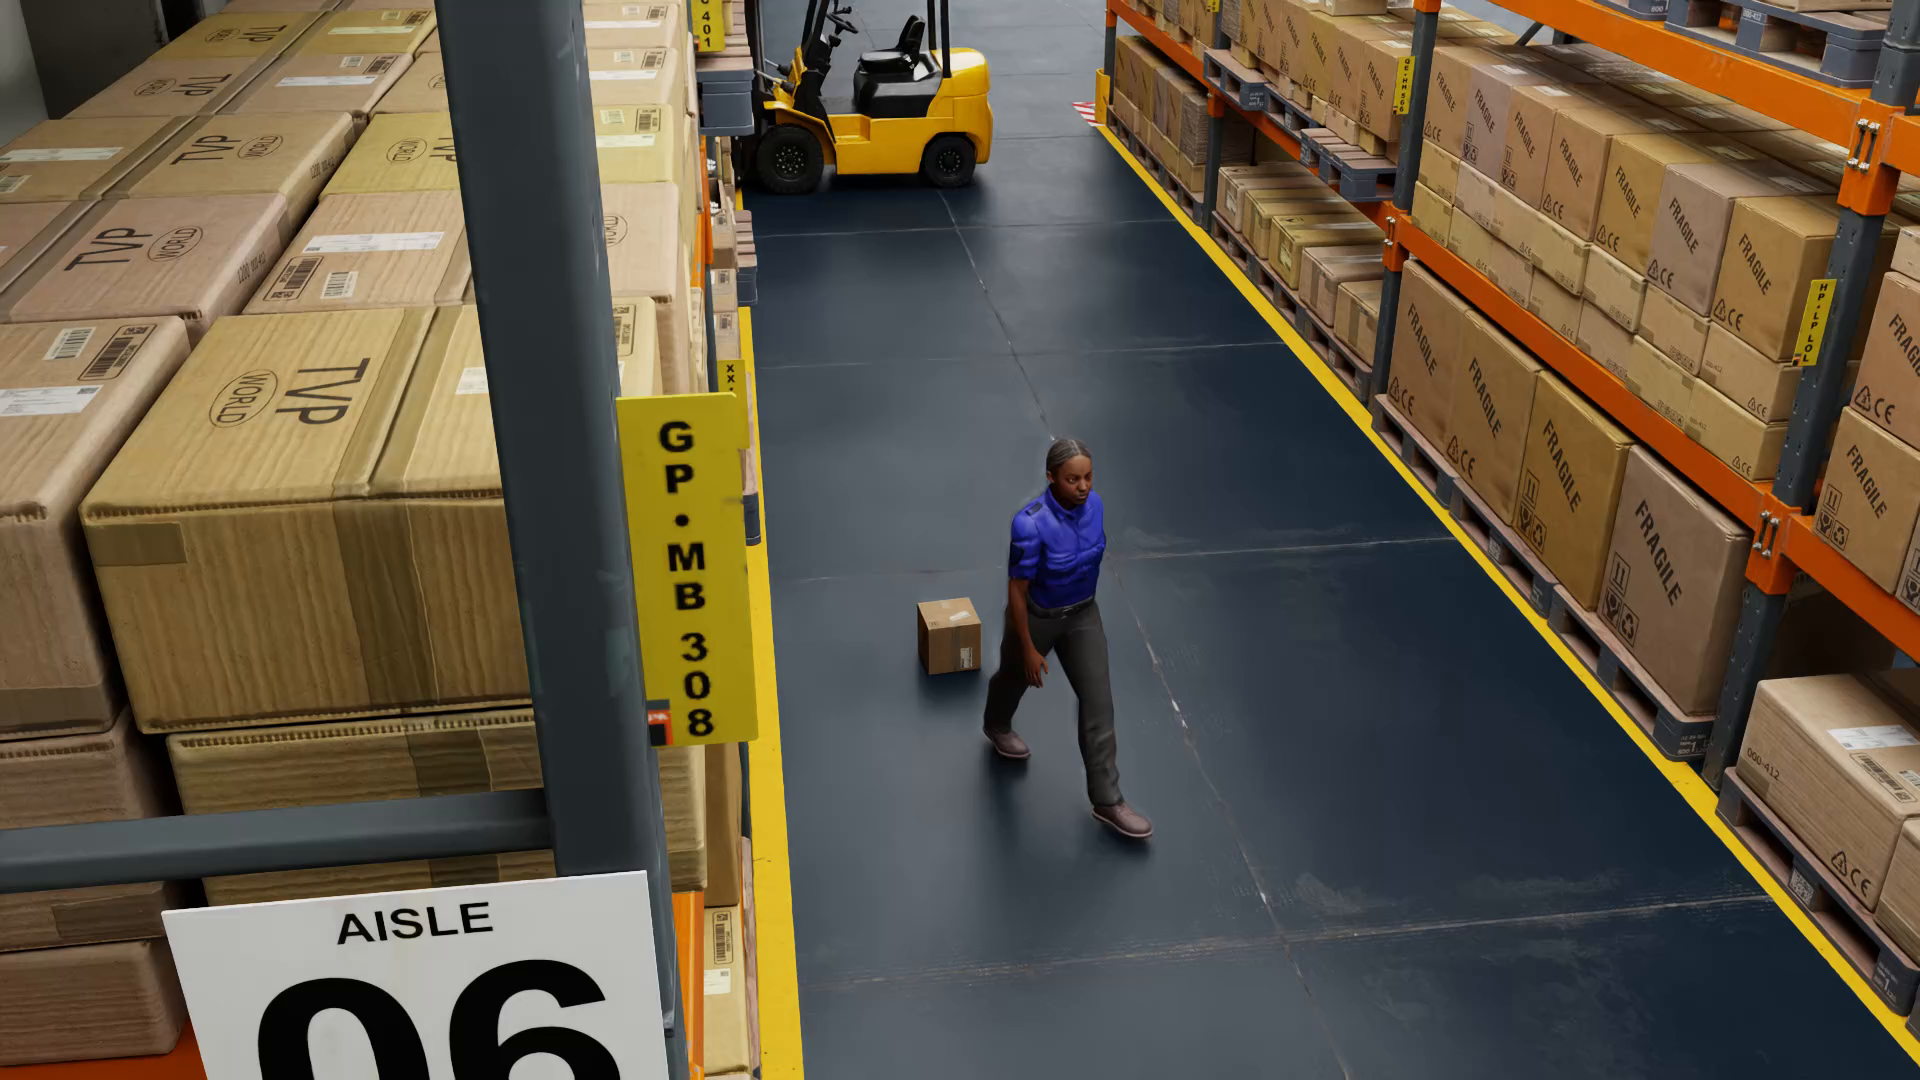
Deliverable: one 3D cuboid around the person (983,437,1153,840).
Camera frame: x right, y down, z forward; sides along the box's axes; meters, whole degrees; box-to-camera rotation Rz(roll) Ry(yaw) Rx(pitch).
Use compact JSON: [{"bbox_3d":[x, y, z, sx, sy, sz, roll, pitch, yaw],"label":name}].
[{"bbox_3d":[0.384,0.321,6.492,0.477,1.580,1.007,-14,31,-25],"label":"person"}]
